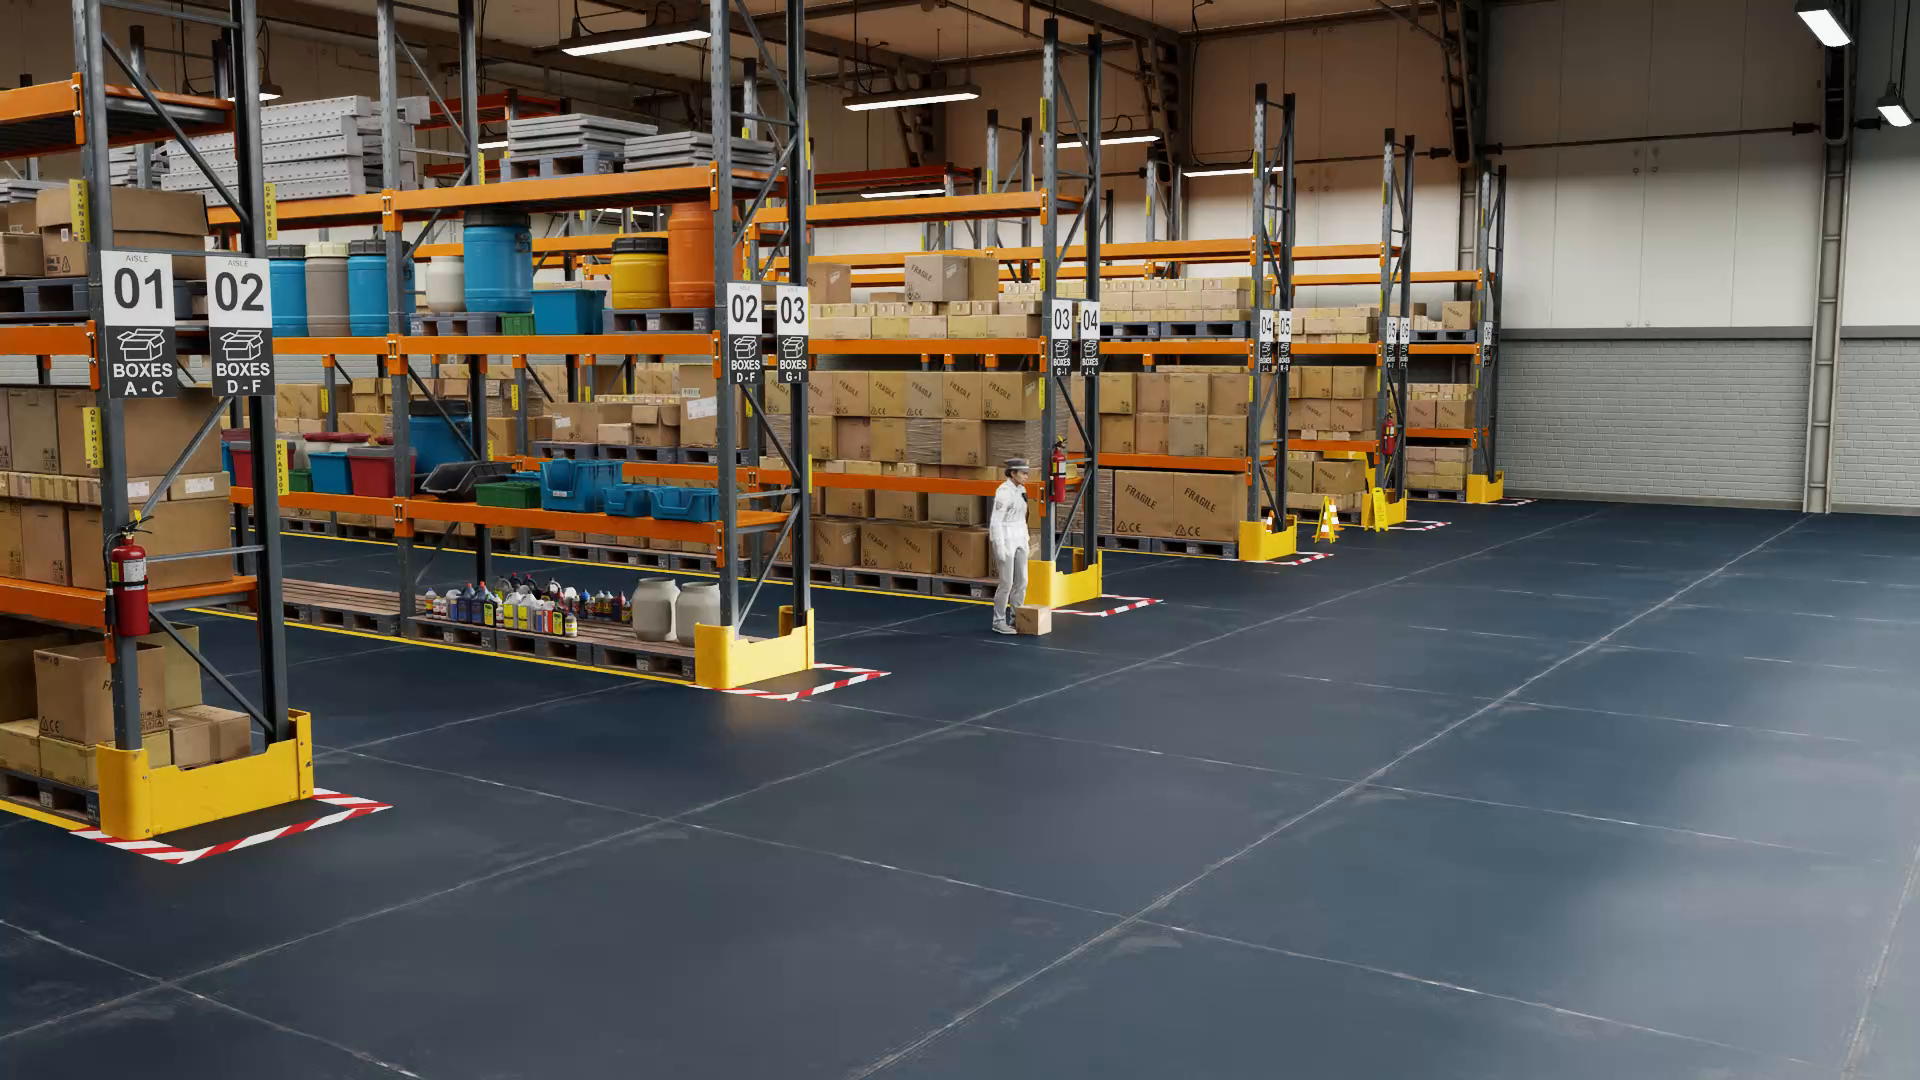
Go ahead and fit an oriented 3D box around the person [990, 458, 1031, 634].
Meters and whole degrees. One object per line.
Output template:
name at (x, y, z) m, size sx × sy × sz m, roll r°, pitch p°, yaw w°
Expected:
person at (0.506, 0.045, 15.902) m, size 0.409 × 1.663 × 0.527 m, roll 4°, pitch 8°, yaw 33°
